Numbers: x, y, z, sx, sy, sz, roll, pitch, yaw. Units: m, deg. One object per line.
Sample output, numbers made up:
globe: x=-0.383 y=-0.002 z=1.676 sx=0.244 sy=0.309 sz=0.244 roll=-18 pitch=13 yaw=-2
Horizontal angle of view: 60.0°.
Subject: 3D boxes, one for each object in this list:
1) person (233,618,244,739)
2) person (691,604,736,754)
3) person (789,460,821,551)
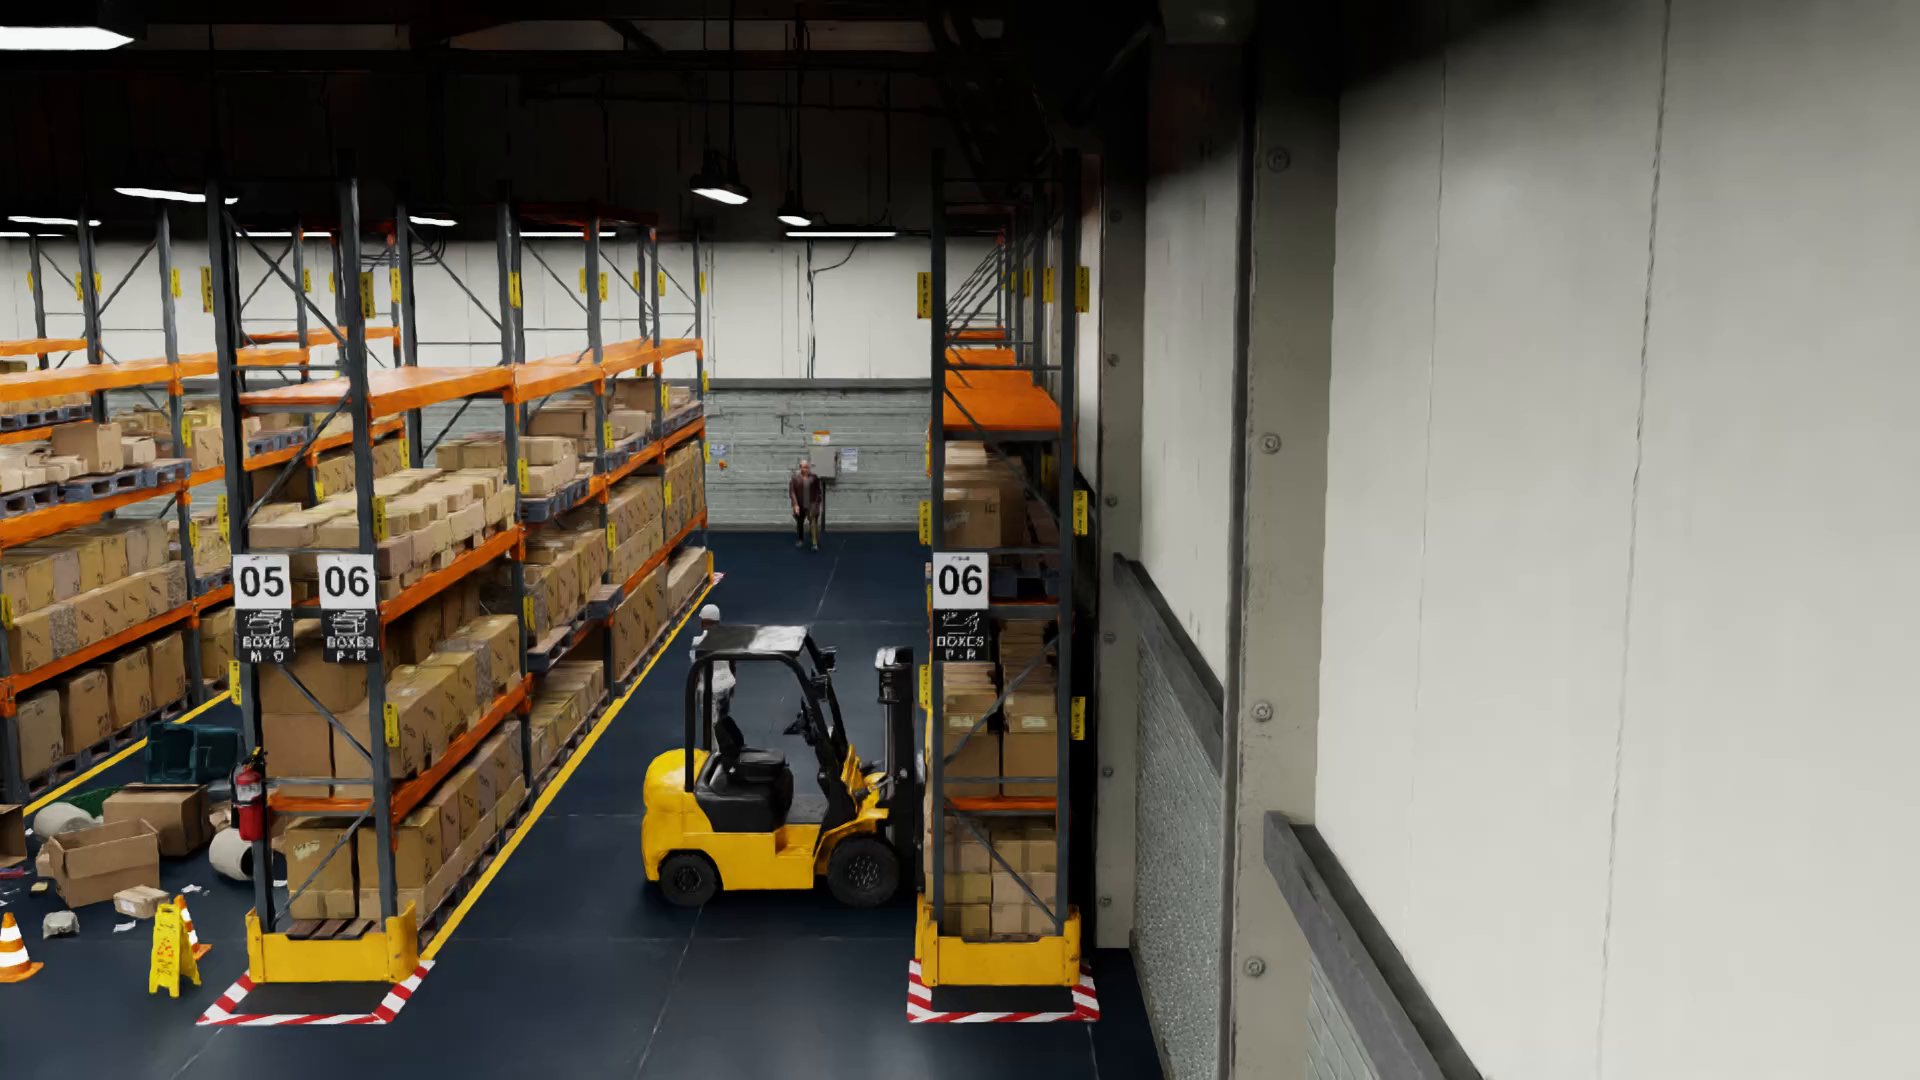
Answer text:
person: x=-7.892 y=1.348 z=18.617 sx=0.494 sy=1.713 sz=0.578 roll=5 pitch=11 yaw=30
person: x=-2.584 y=1.531 z=17.219 sx=0.572 sy=1.782 sz=0.665 roll=5 pitch=10 yaw=29
person: x=-2.899 y=-0.668 z=31.134 sx=0.603 sy=1.699 sz=1.170 roll=-1 pitch=9 yaw=-9
